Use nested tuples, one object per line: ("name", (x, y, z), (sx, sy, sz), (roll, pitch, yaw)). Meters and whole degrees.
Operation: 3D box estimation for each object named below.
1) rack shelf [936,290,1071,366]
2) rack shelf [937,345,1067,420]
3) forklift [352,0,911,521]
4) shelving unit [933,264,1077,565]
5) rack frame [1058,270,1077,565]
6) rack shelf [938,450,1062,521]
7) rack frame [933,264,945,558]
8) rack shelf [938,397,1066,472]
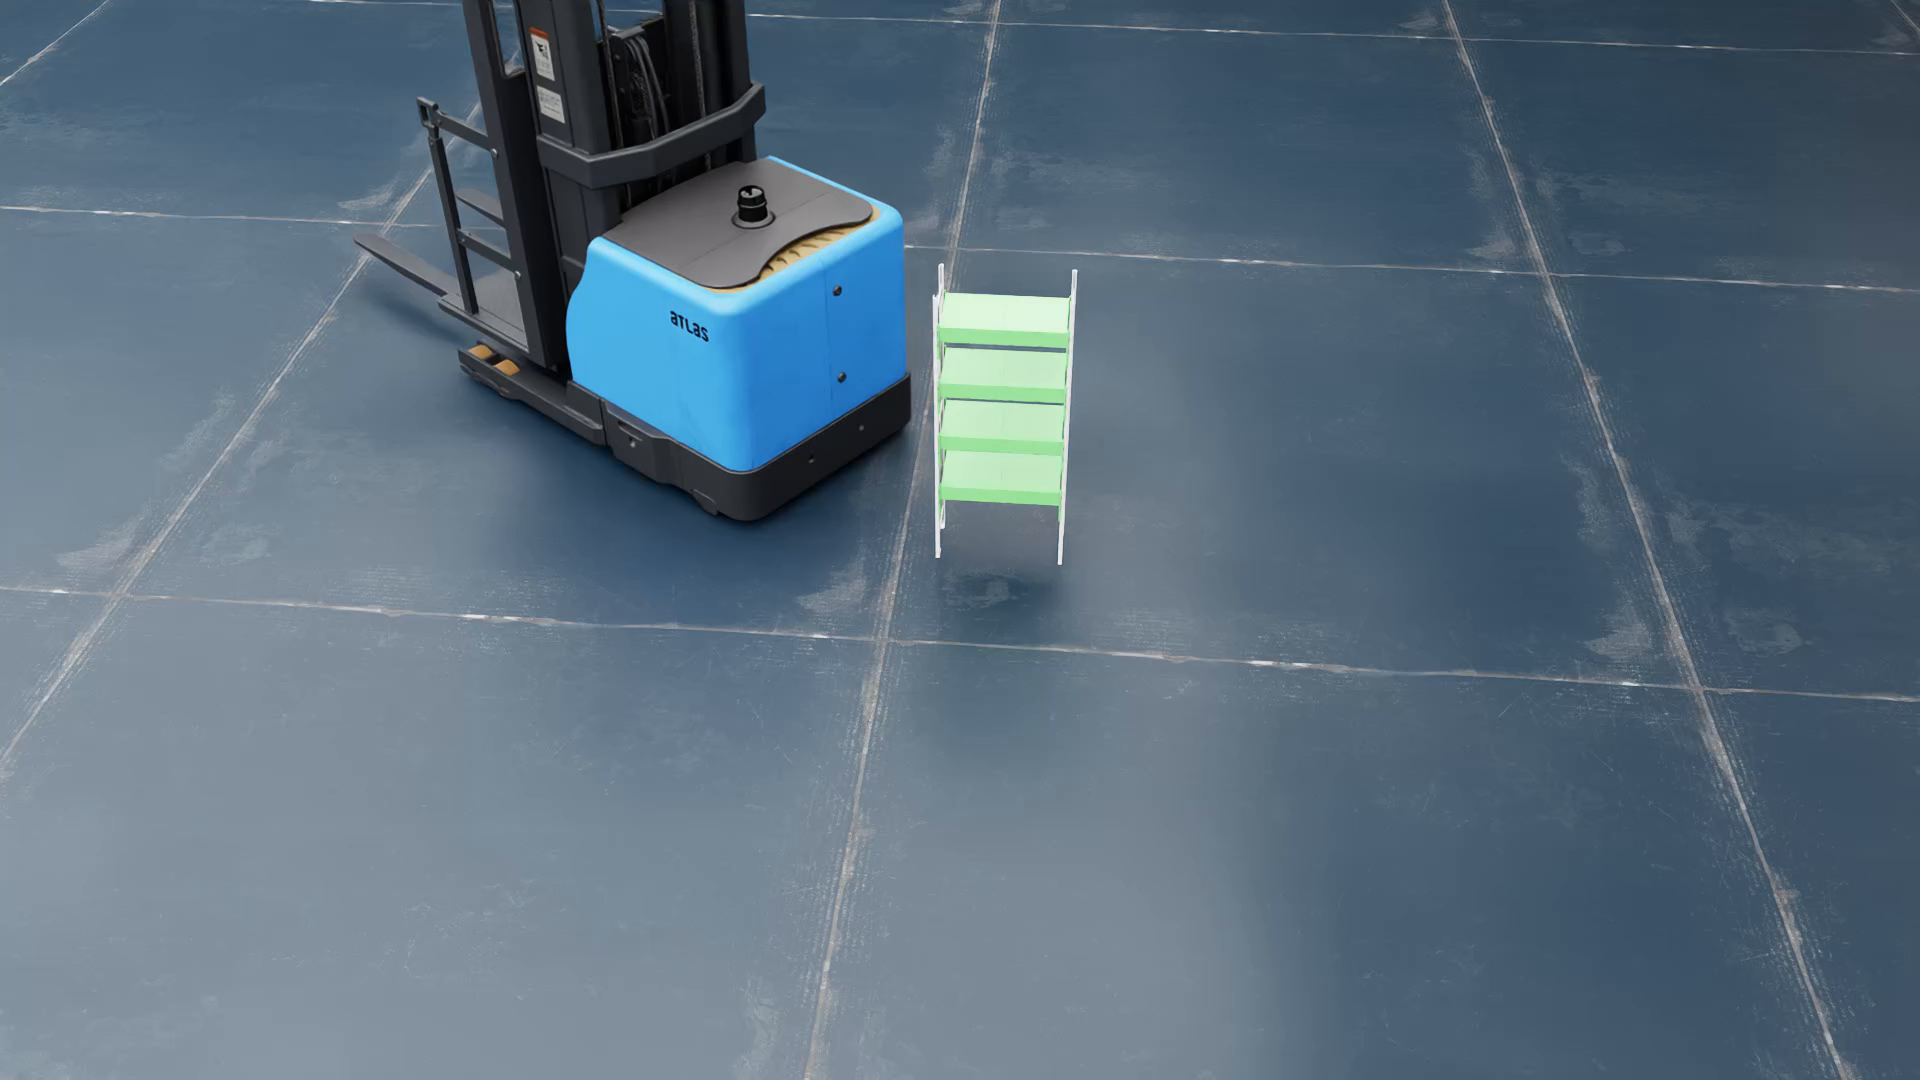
("rack shelf", (0.165, -0.779, 6.097), (0.480, 0.148, 0.258), (3, 39, 4))
("rack shelf", (0.165, -0.593, 6.249), (0.480, 0.148, 0.258), (3, 39, 4))
("forklift", (-1.657, -2.007, 6.894), (3.031, 2.935, 1.130), (29, 47, 31))
("shelving unit", (0.165, -0.456, 6.360), (0.503, 1.200, 0.258), (3, 39, 4))
("rack frame", (0.408, -0.443, 6.344), (0.015, 1.200, 0.240), (3, 39, 4))
("rack shelf", (0.165, -0.221, 6.552), (0.480, 0.148, 0.258), (3, 39, 4))
("rack frame", (-0.078, -0.470, 6.376), (0.015, 1.200, 0.240), (3, 39, 4))
("rack shelf", (0.165, -0.407, 6.400), (0.480, 0.148, 0.258), (3, 39, 4))
